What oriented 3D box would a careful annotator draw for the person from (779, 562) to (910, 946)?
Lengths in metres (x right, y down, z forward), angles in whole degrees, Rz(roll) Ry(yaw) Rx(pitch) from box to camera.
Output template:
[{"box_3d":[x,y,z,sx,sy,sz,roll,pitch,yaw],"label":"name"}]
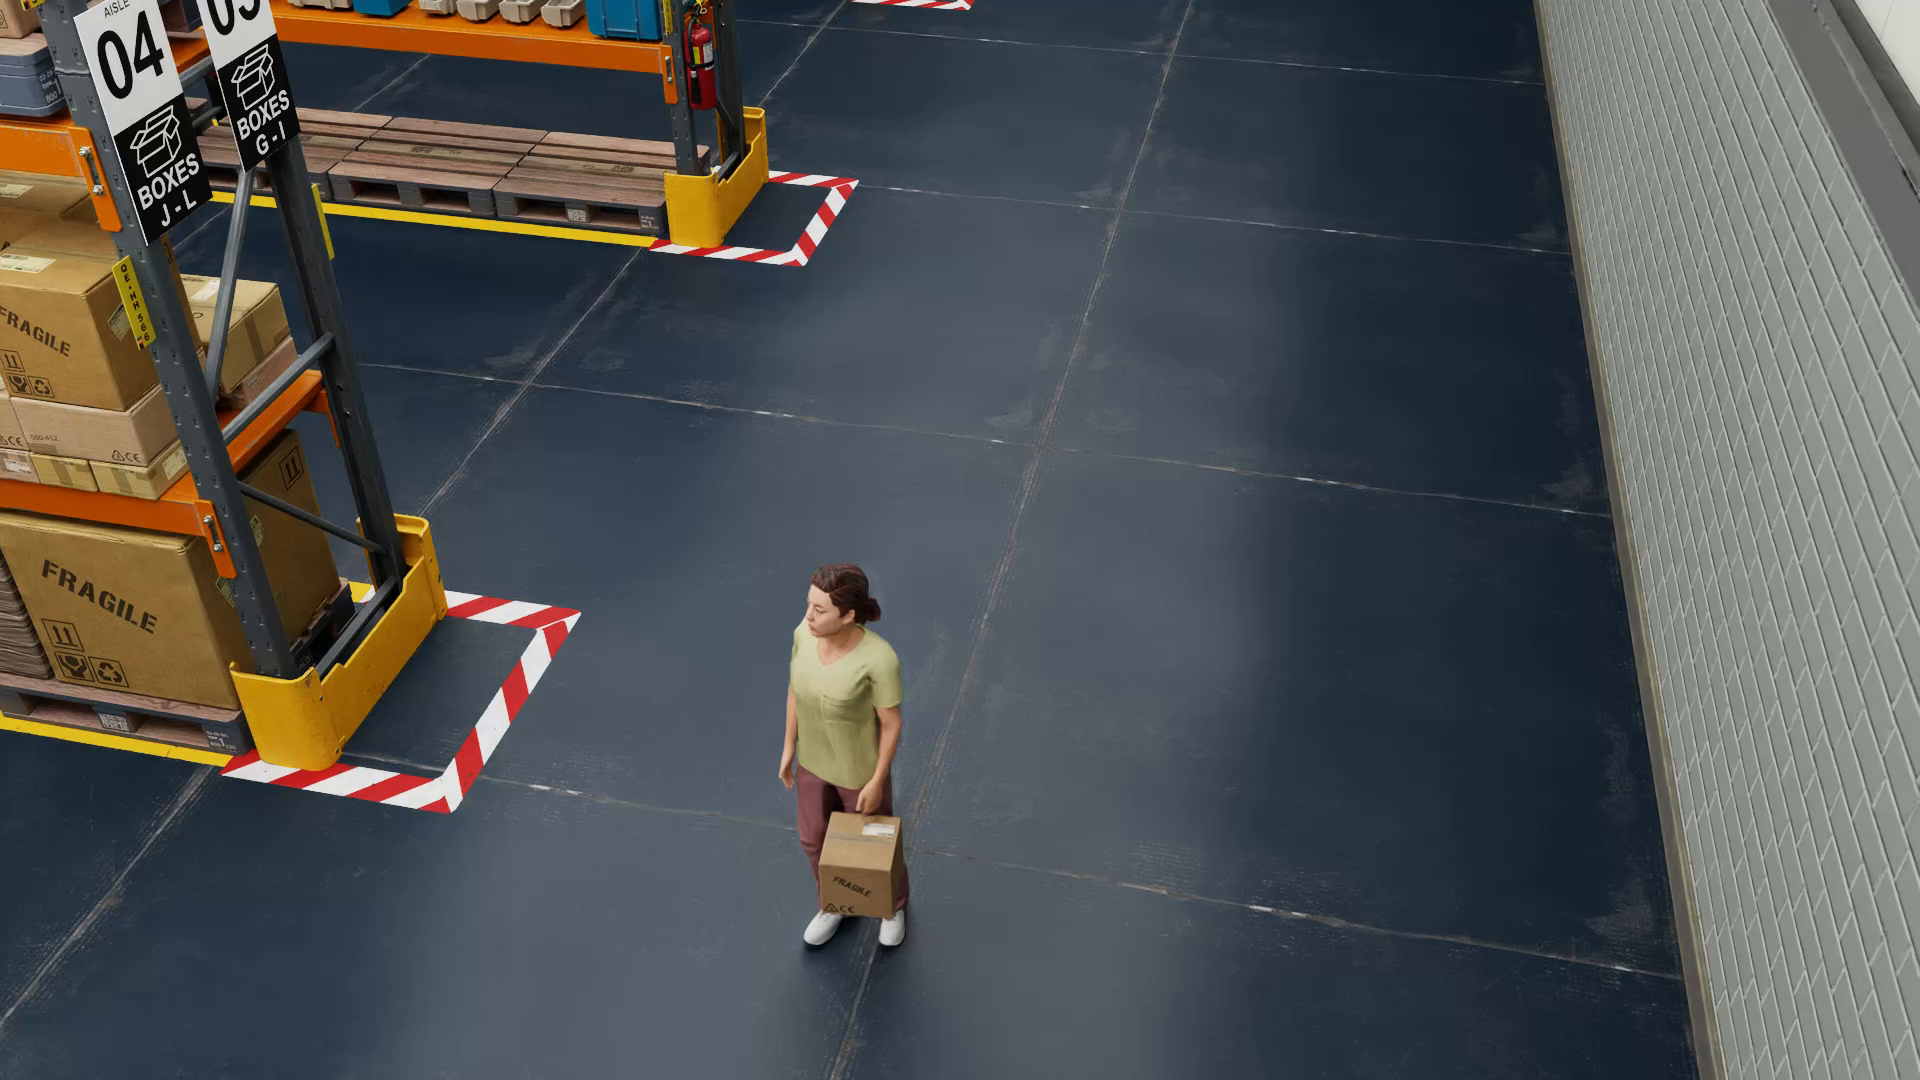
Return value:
[{"box_3d":[-0.410,0.787,5.910,0.473,1.669,0.433,22,42,26],"label":"person"}]
